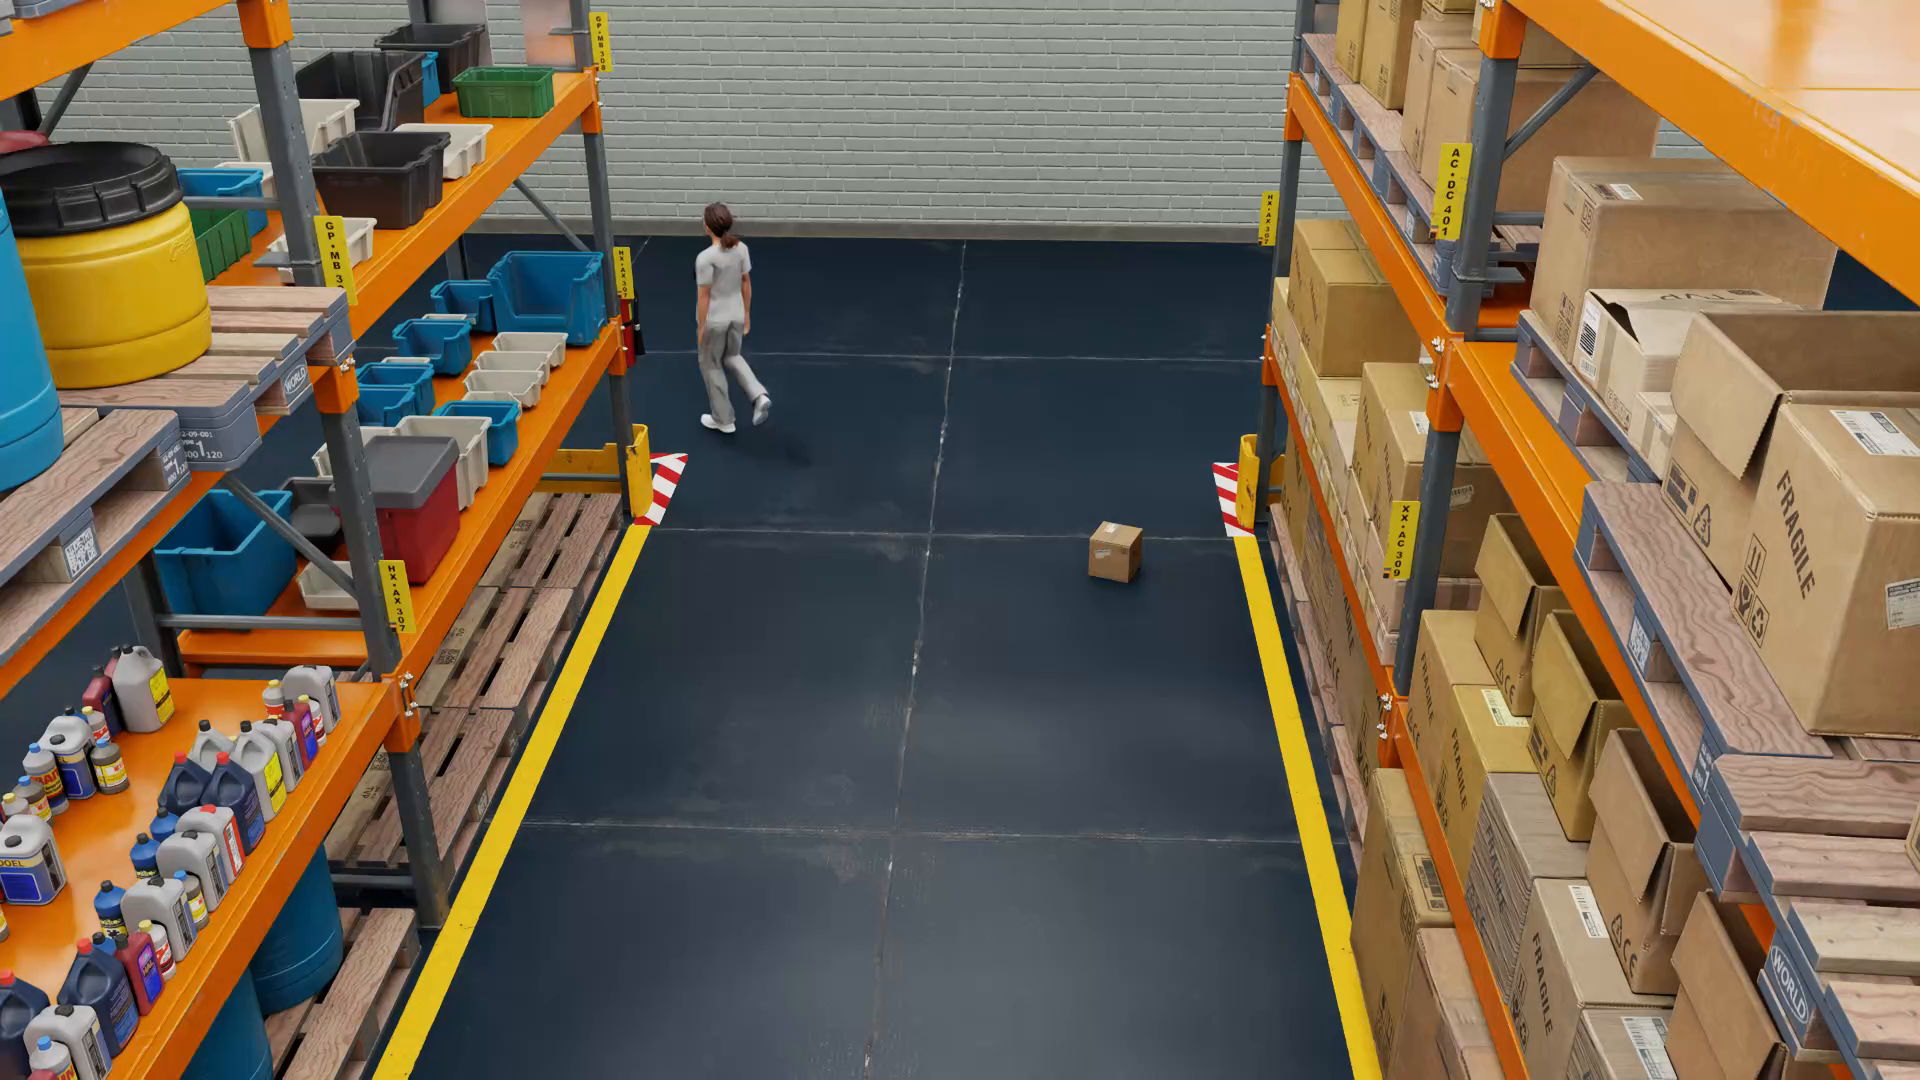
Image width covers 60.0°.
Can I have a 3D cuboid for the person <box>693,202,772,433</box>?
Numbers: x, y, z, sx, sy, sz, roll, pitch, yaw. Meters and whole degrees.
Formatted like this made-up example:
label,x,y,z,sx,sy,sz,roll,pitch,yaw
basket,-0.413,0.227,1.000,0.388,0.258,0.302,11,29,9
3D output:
label,x,y,z,sx,sy,sz,roll,pitch,yaw
person,-1.595,-1.499,11.394,0.597,1.657,0.443,25,37,38
